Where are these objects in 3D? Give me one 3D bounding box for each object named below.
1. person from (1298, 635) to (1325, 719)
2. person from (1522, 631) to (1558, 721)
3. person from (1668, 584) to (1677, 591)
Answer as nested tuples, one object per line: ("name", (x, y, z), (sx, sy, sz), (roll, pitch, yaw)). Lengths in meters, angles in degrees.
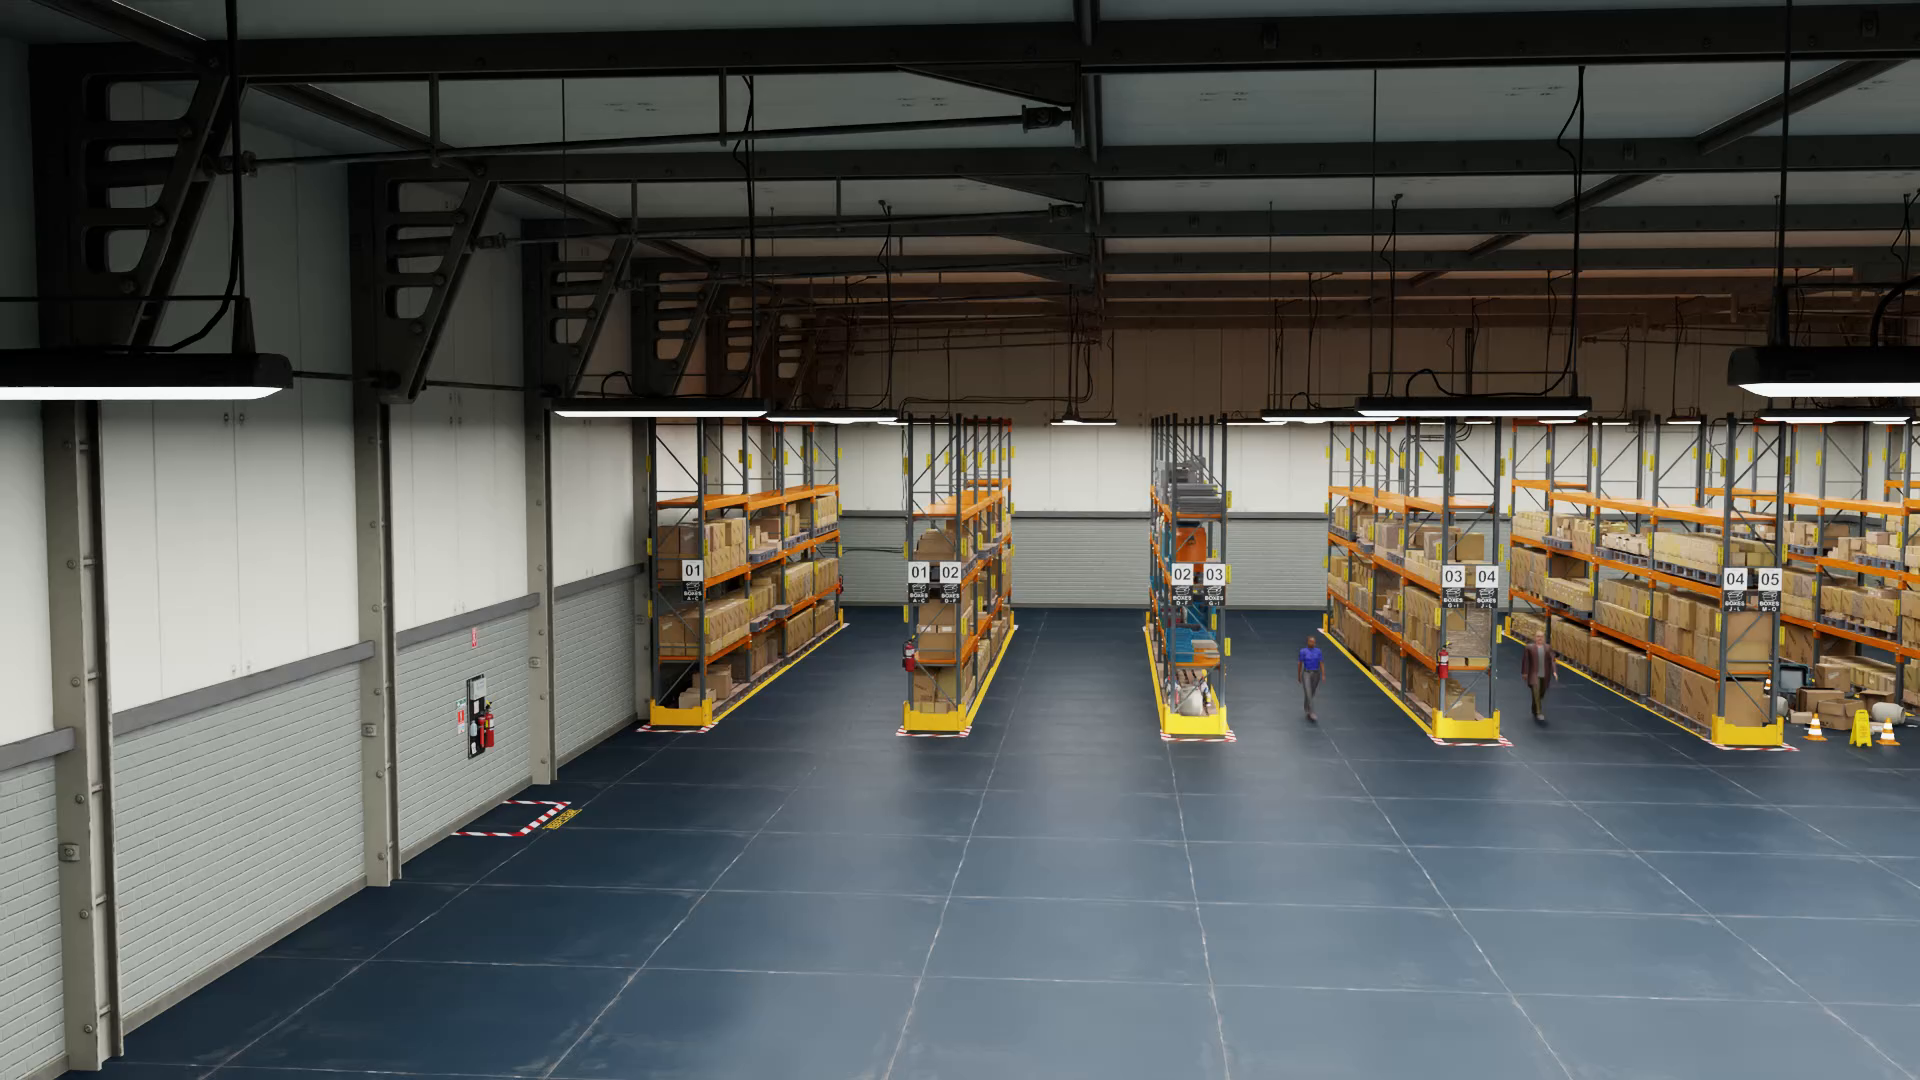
("person", (6.957, 2.685, 32.828), (0.465, 1.608, 0.945), (-1, 4, -8))
("person", (11.367, 2.646, 32.530), (0.595, 1.728, 1.094), (0, 4, 1))
("person", (18.539, 1.951, 43.197), (0.557, 1.724, 0.458), (-3, 5, -33))
